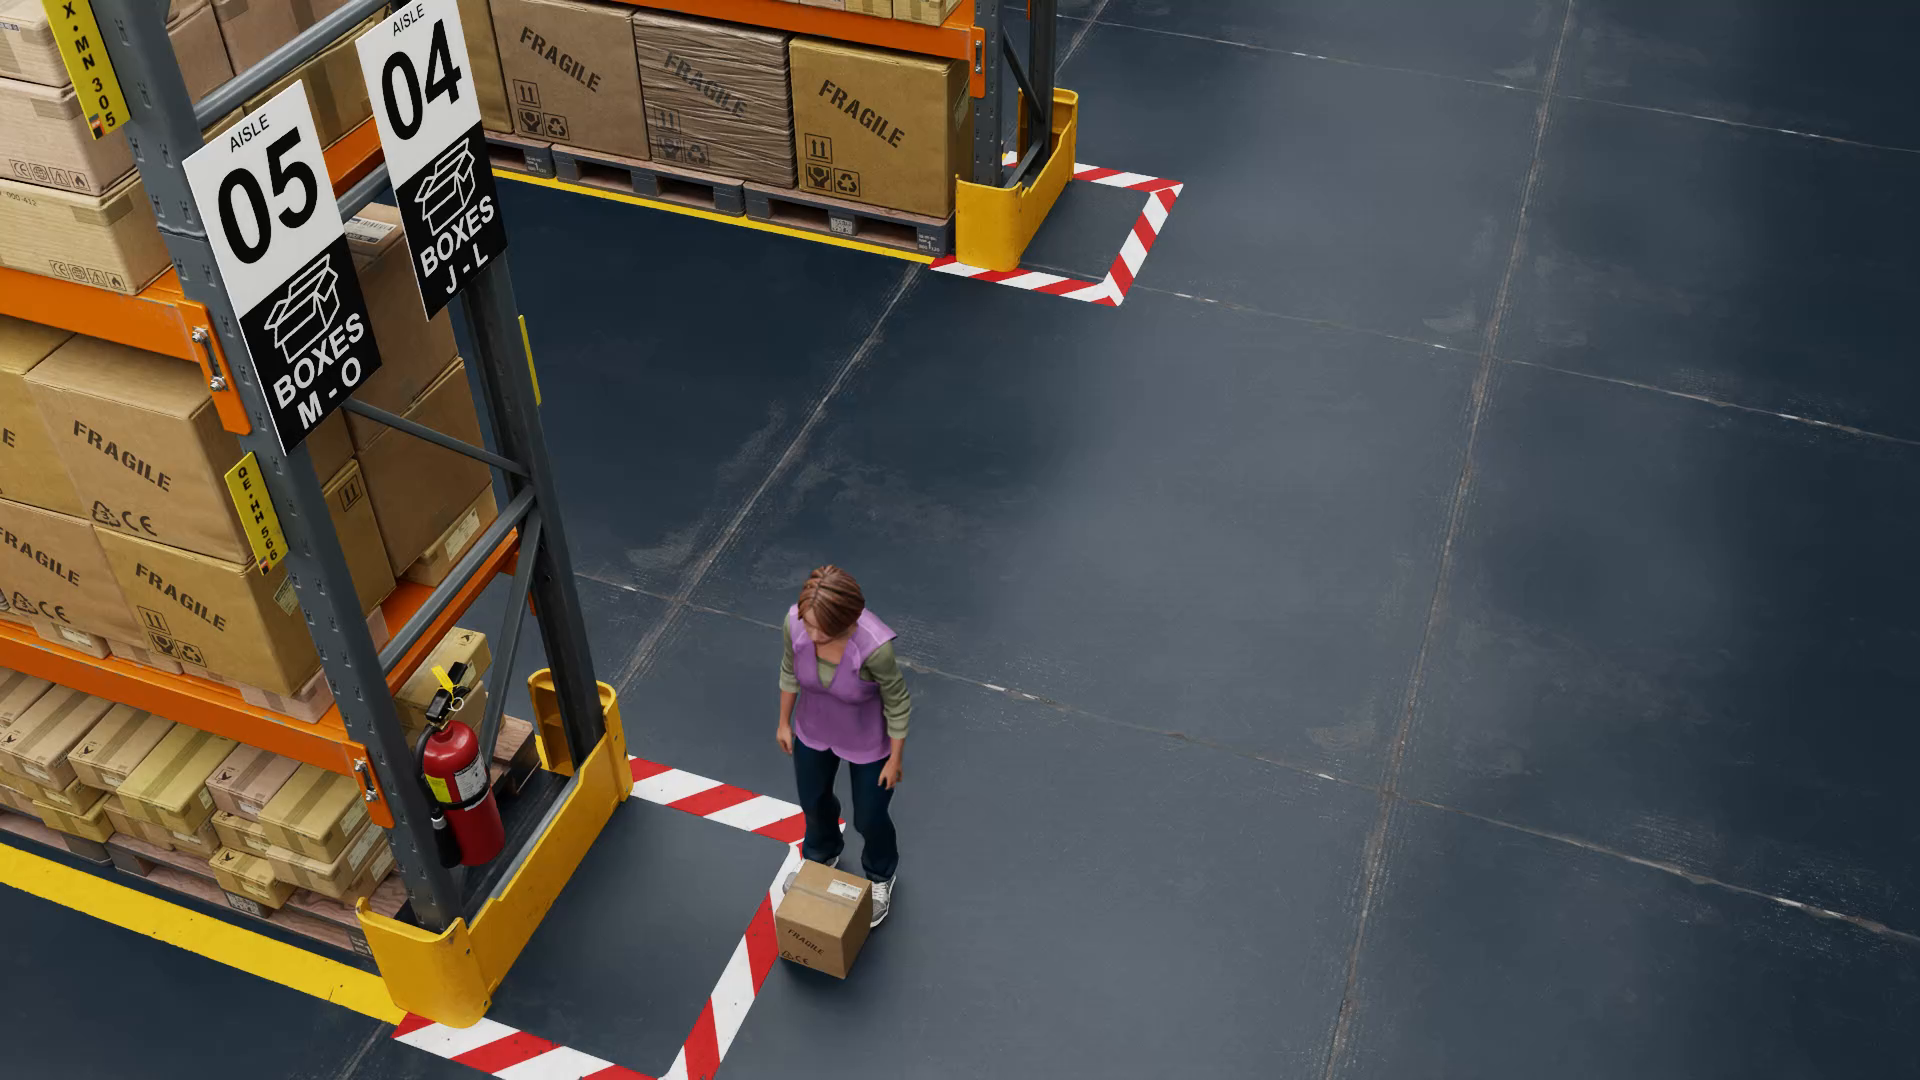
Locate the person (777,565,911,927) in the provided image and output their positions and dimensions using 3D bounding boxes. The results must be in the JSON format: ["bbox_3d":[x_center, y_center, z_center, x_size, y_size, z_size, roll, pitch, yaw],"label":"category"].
[{"bbox_3d":[-0.378,0.654,5.443,0.462,1.594,0.344,16,45,17],"label":"person"}]
